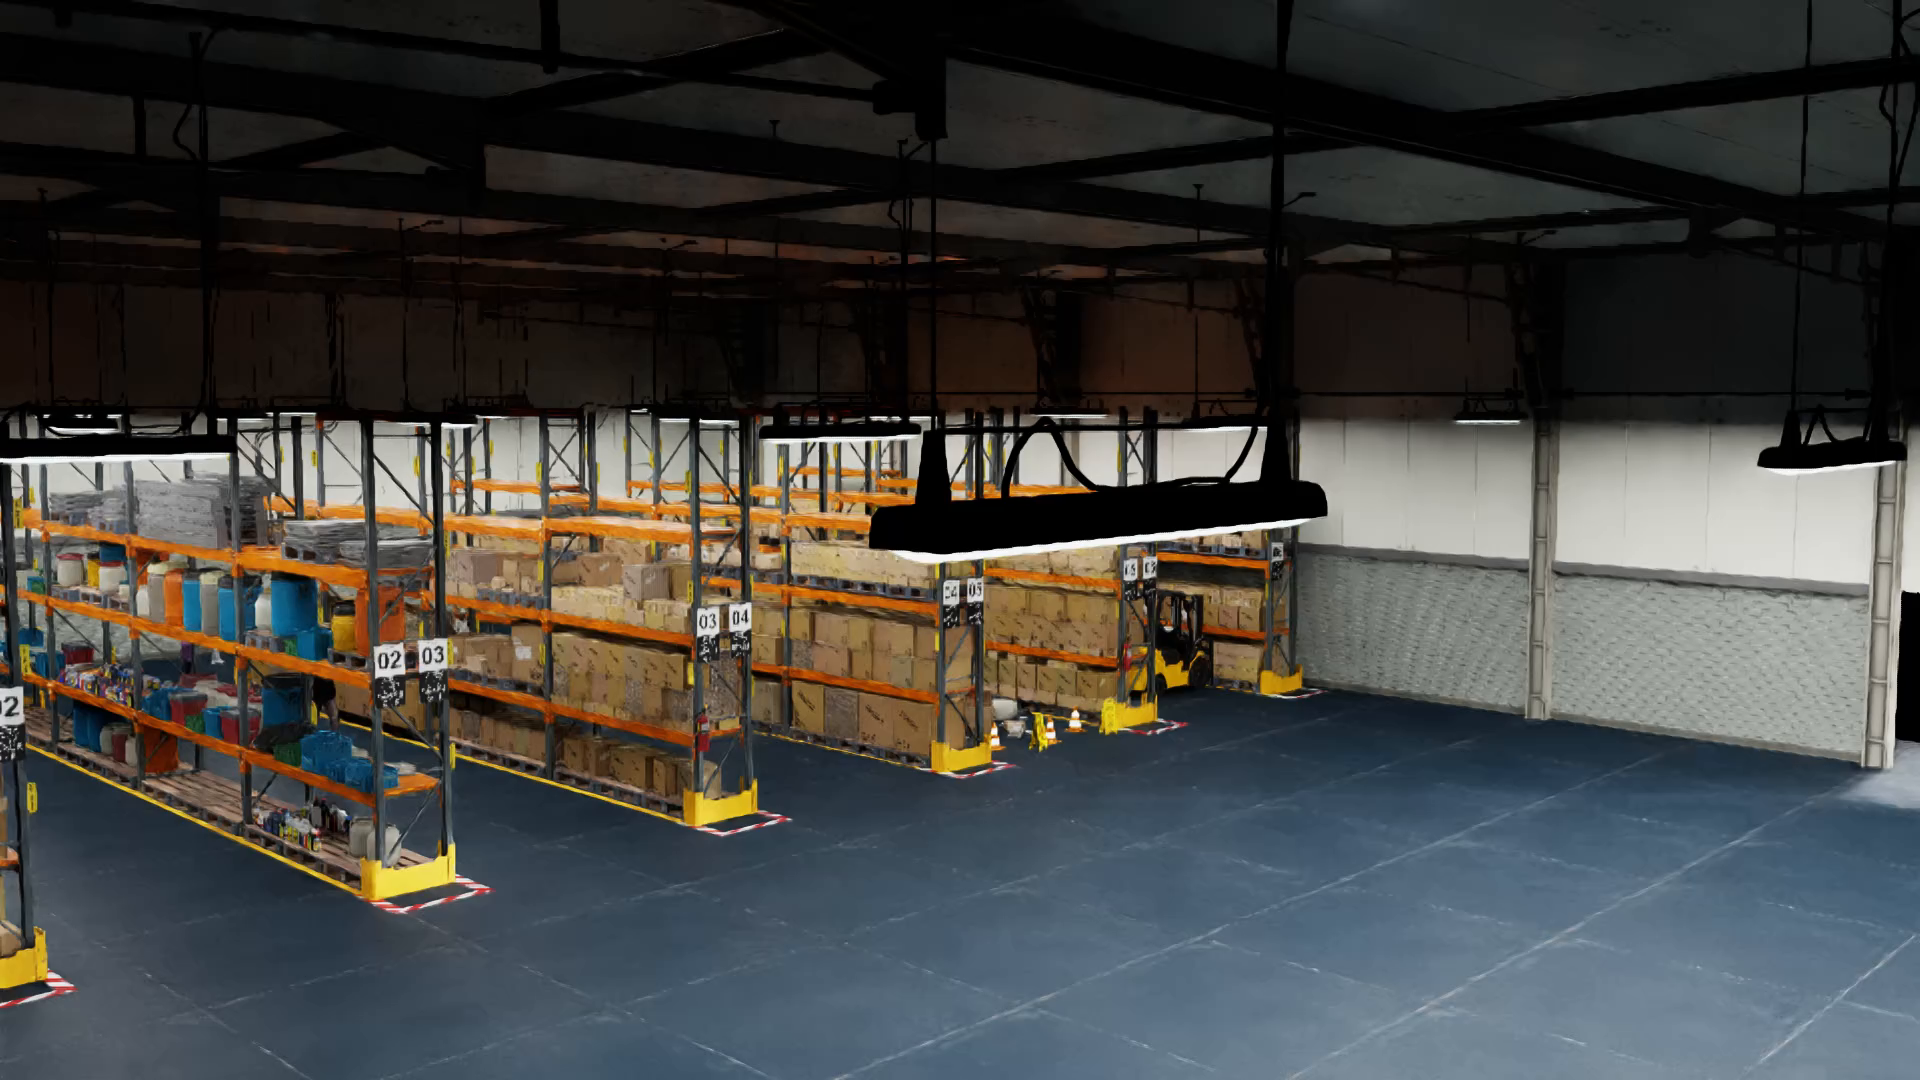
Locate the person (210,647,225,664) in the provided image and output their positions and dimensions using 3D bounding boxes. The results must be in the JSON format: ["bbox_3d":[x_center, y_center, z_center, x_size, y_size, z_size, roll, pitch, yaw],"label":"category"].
[{"bbox_3d":[-17.670,2.092,38.734,0.817,1.602,0.599,3,6,27],"label":"person"}]

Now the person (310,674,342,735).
[{"bbox_3d":[-11.482,2.848,29.942,0.543,1.648,1.115,-5,7,-44],"label":"person"}]

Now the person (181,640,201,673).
[{"bbox_3d":[-15.994,2.477,34.526,0.537,1.582,0.569,3,6,29],"label":"person"}]

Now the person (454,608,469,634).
[{"bbox_3d":[-11.007,2.270,36.727,0.456,1.589,1.088,-5,7,-43],"label":"person"}]
